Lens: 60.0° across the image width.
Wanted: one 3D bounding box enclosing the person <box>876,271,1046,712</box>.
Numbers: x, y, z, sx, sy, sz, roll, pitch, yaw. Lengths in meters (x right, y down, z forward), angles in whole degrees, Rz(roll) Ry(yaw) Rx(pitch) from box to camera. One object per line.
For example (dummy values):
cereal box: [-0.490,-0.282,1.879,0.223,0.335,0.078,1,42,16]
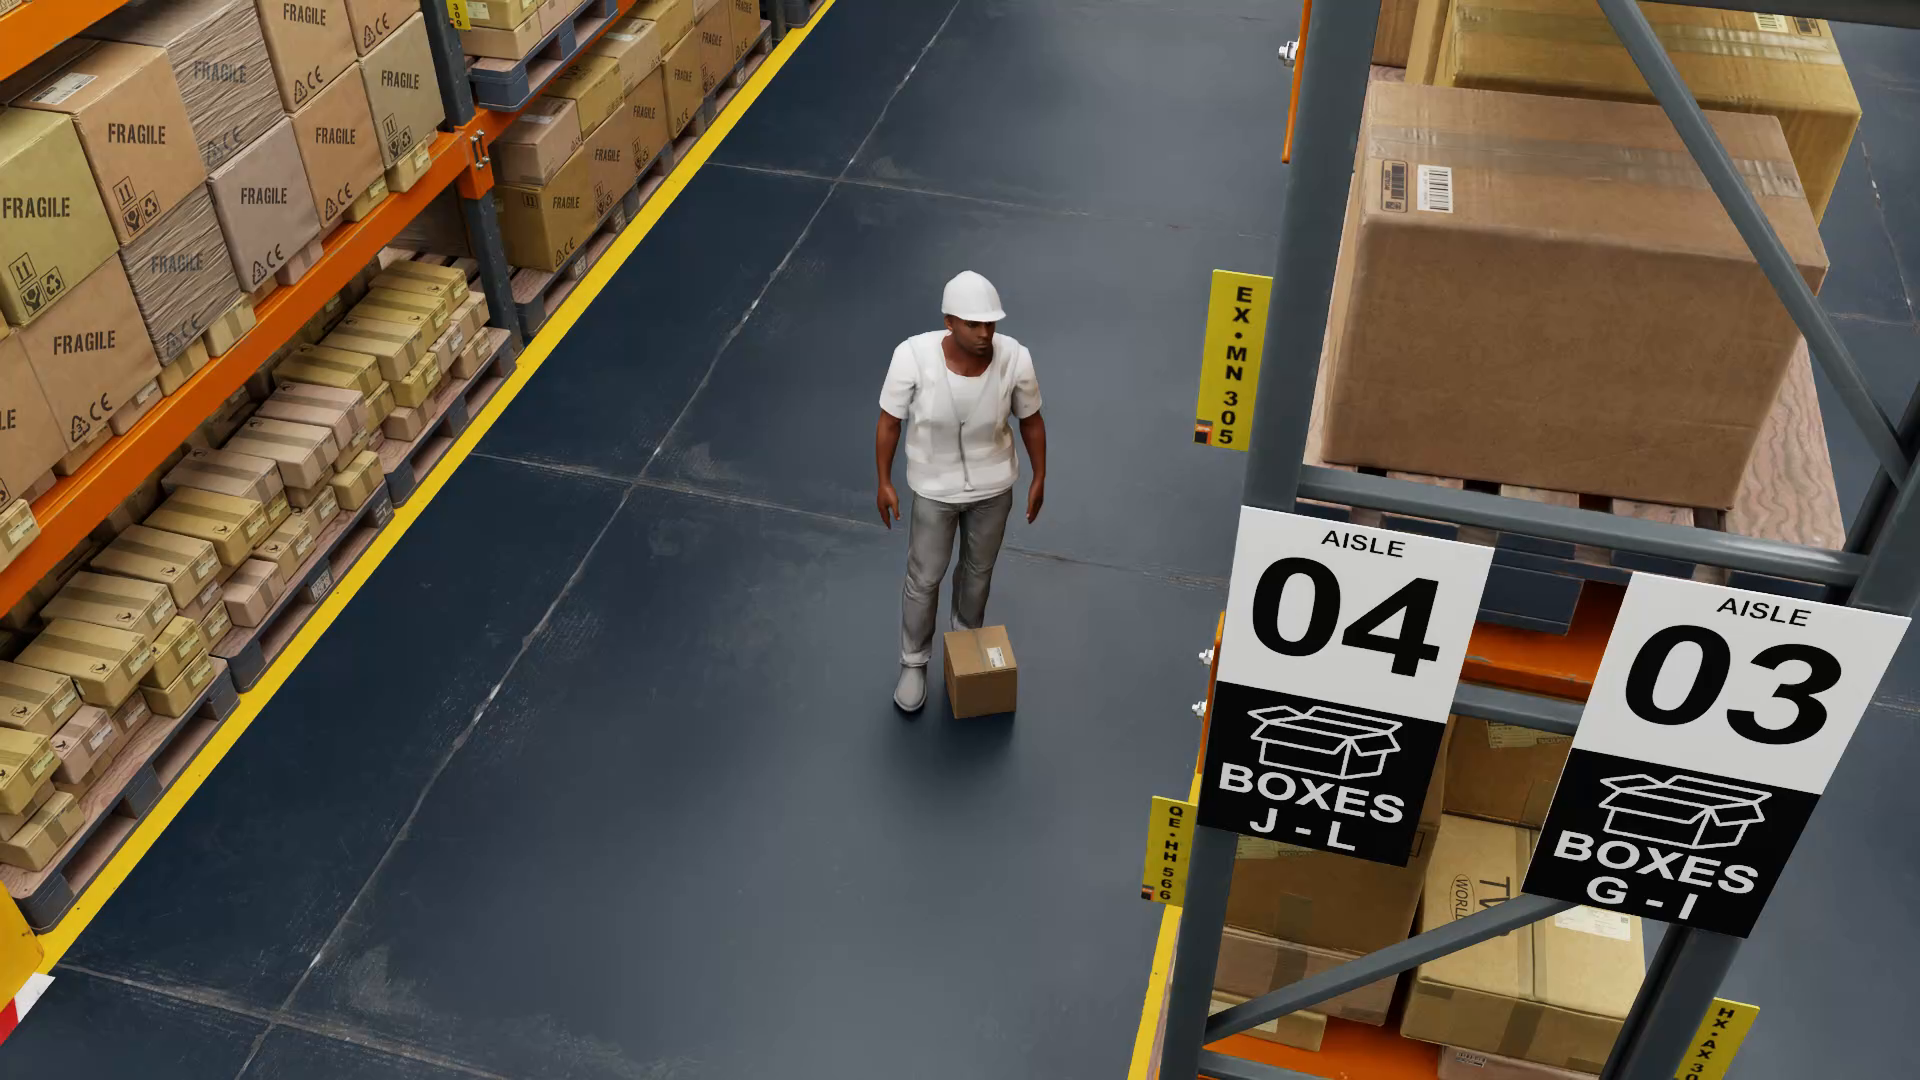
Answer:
person: [0.017,-0.176,6.329,0.666,1.765,0.578,-6,41,-7]
